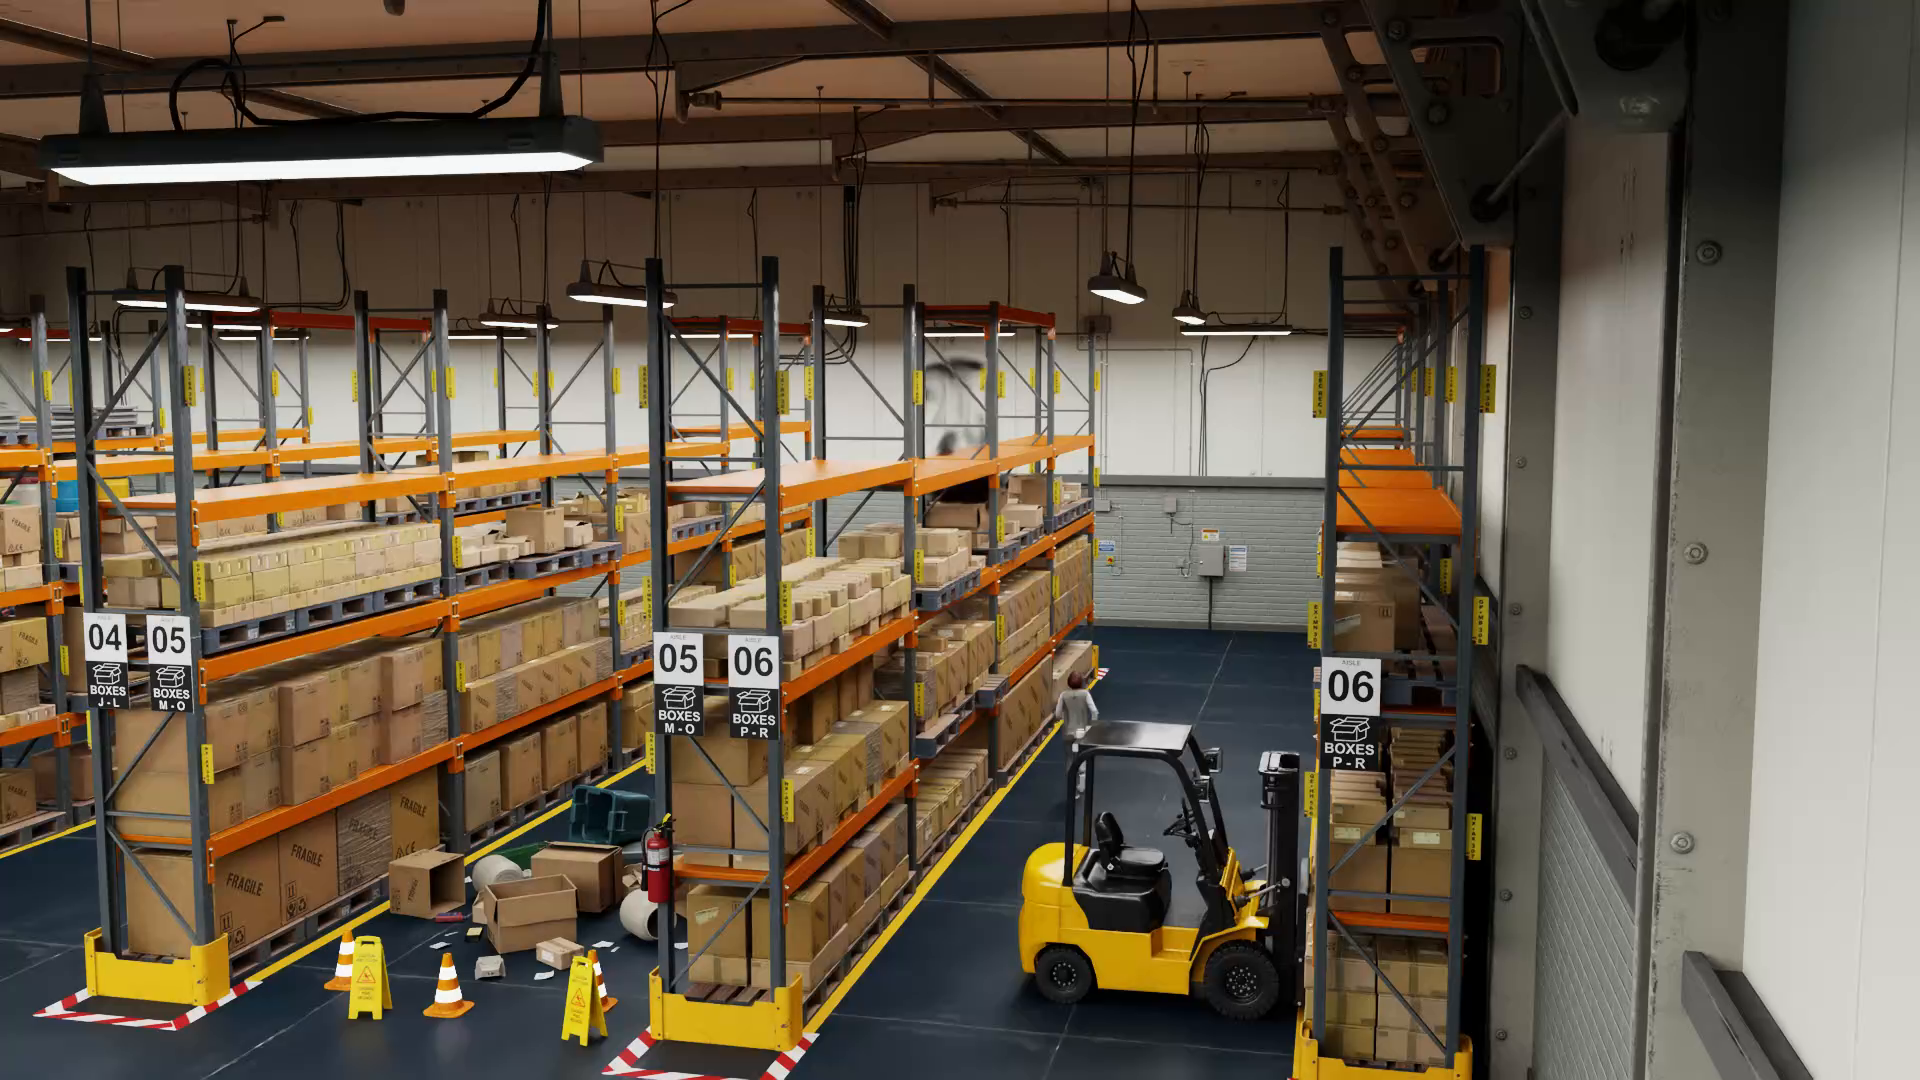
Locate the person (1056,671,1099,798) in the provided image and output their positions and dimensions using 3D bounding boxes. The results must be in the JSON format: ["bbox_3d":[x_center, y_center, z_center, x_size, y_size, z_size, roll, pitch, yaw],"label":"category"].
[{"bbox_3d":[1.424,2.348,20.220,0.524,1.562,0.536,1,6,5],"label":"person"}]
